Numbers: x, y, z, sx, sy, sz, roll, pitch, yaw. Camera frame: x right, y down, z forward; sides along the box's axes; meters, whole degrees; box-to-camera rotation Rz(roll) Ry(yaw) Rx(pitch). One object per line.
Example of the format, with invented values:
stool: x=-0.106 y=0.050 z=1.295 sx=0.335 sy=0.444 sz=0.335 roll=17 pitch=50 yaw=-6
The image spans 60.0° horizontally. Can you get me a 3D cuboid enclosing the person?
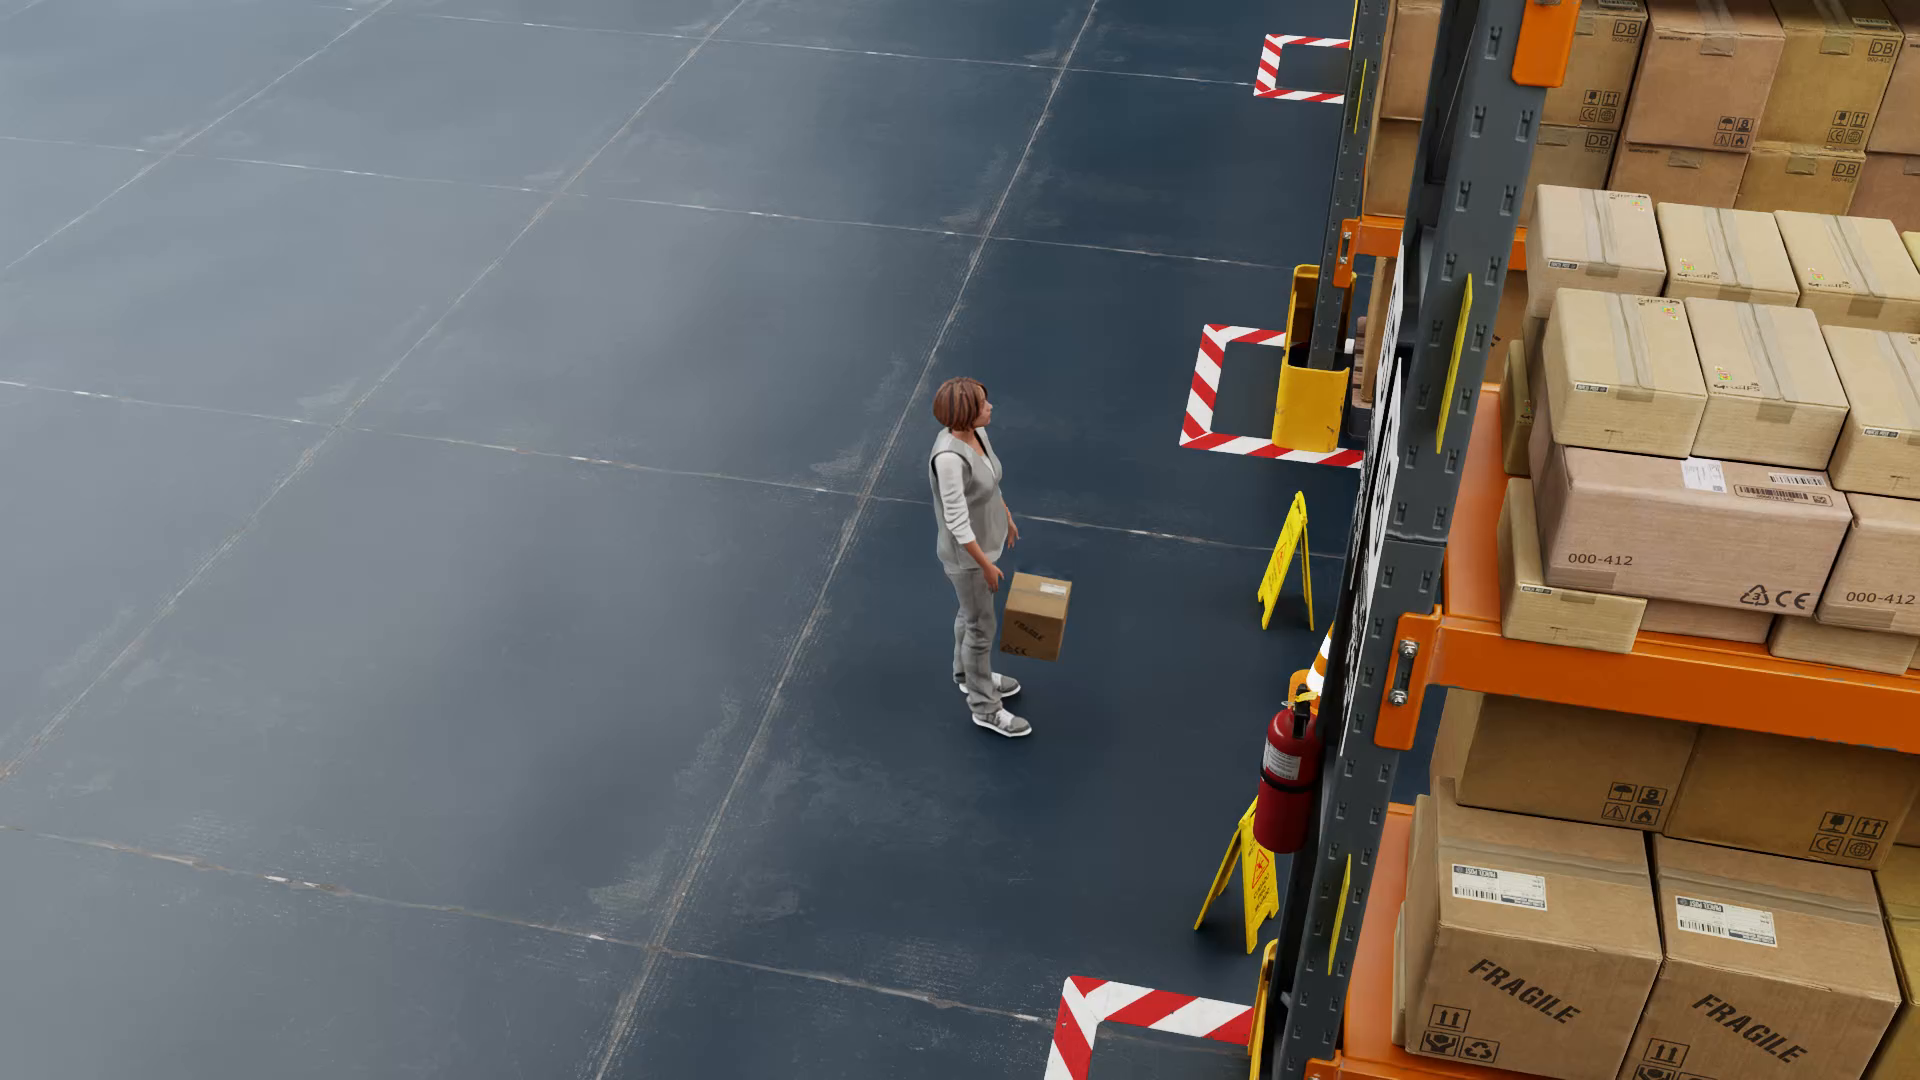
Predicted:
person: x=0.121 y=0.051 z=6.890 sx=0.473 sy=1.597 sz=0.501 roll=8 pitch=38 yaw=10
